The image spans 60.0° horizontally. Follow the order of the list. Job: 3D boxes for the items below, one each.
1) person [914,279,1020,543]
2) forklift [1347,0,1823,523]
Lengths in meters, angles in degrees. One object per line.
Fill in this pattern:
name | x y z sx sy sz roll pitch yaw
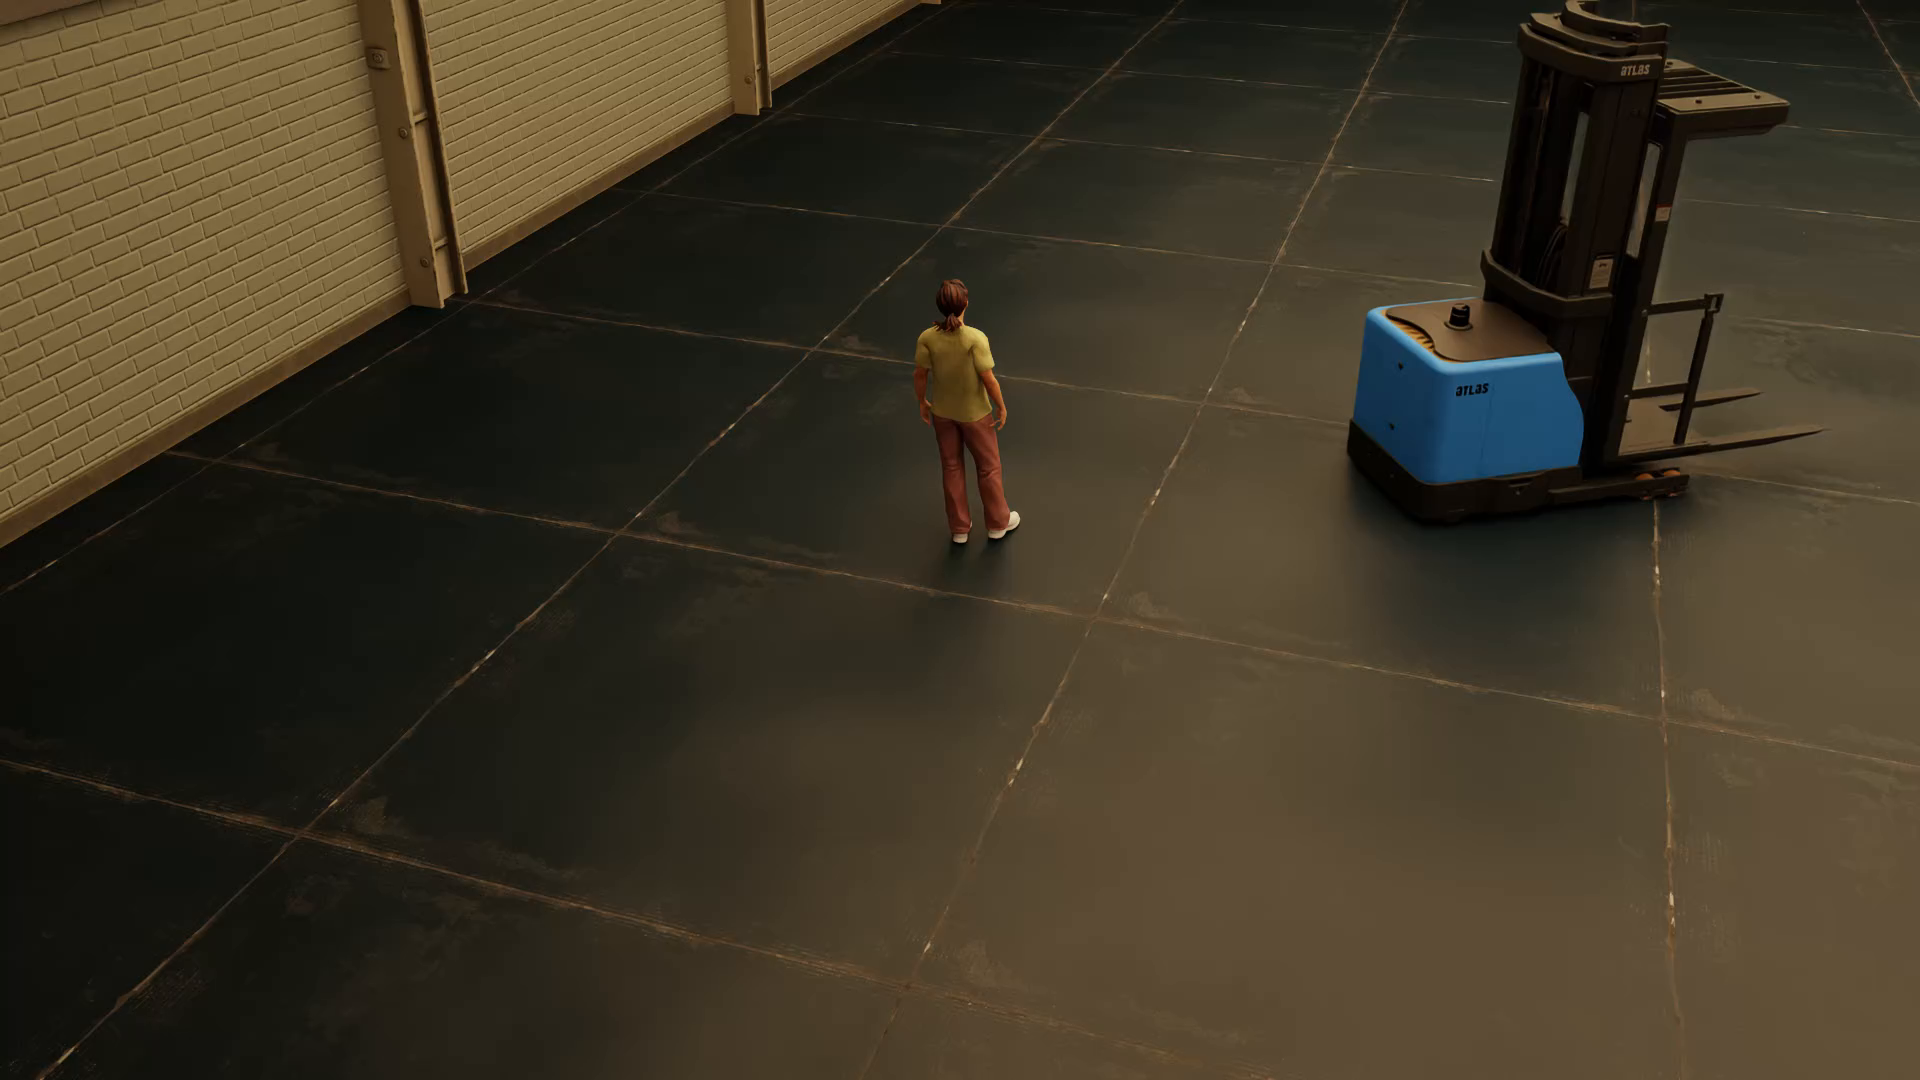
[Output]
person | 0.035 -0.767 9.735 0.553 1.675 0.549 10 31 16
forklift | 4.125 -1.769 10.240 3.031 2.935 1.130 -8 31 -13
